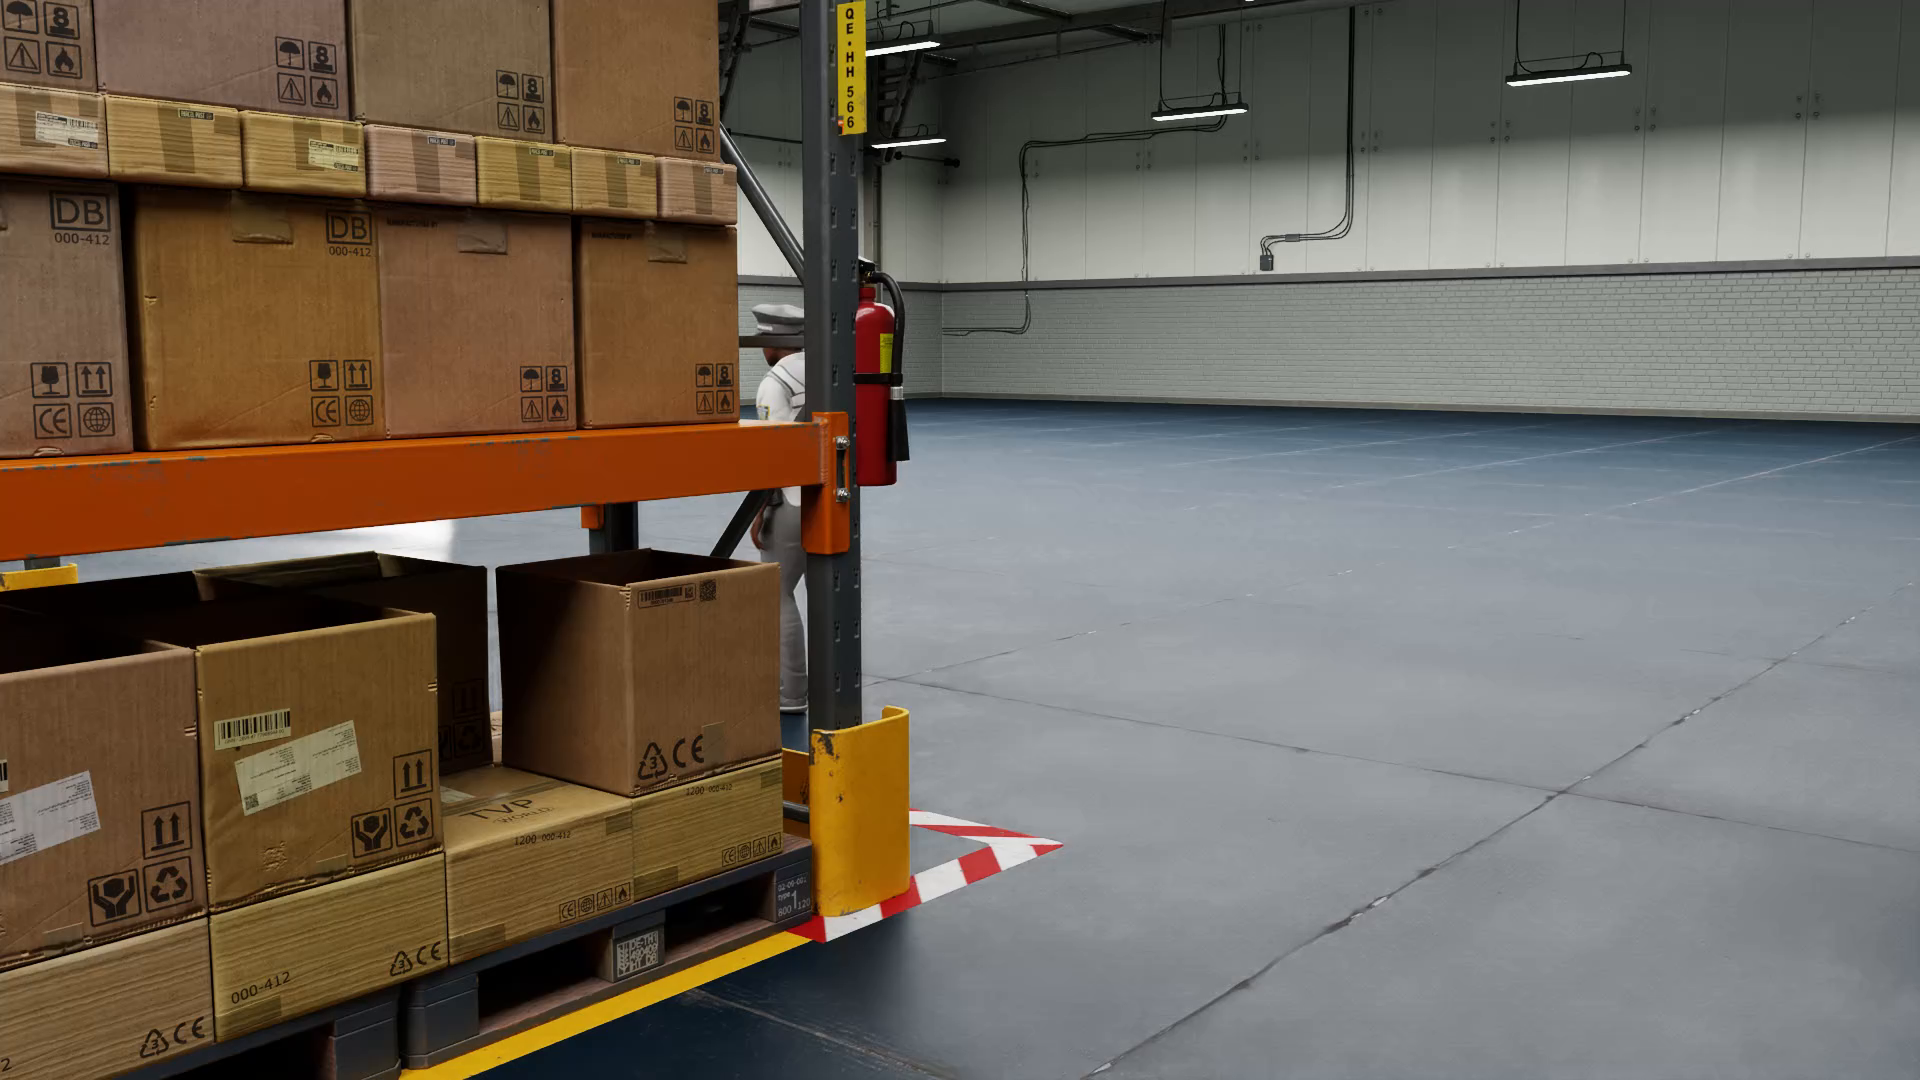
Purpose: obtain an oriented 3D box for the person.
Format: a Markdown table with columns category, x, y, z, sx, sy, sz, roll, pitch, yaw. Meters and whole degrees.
| category | x | y | z | sx | sy | sz | roll | pitch | yaw |
| --- | --- | --- | --- | --- | --- | --- | --- | --- | --- |
| person | -0.654 | -0.127 | 6.788 | 0.420 | 1.664 | 0.531 | 5 | 8 | 36 |
